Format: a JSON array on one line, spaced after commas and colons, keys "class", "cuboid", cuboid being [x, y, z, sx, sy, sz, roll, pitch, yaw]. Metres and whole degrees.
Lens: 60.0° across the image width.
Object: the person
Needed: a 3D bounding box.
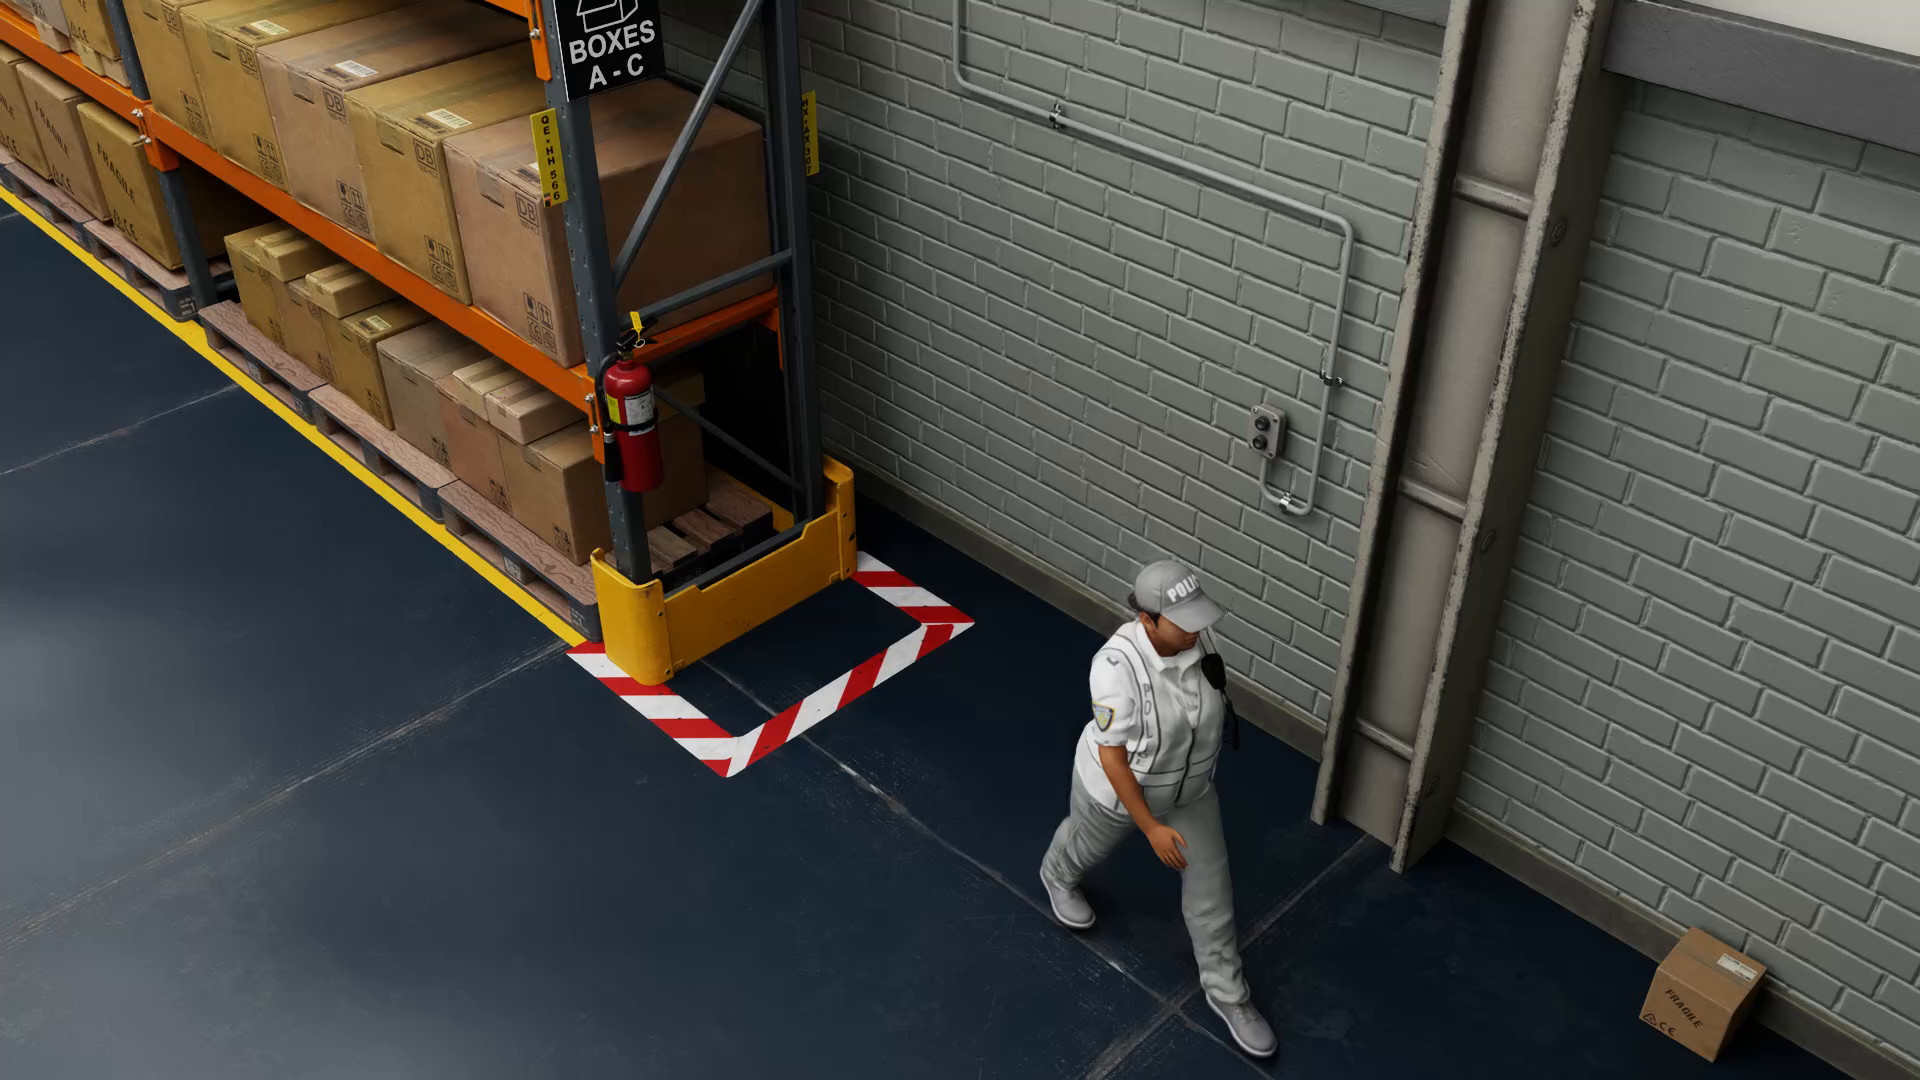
[{"class": "person", "cuboid": [0.617, 0.762, 5.062, 0.478, 1.602, 1.014, -17, 39, -22]}]
